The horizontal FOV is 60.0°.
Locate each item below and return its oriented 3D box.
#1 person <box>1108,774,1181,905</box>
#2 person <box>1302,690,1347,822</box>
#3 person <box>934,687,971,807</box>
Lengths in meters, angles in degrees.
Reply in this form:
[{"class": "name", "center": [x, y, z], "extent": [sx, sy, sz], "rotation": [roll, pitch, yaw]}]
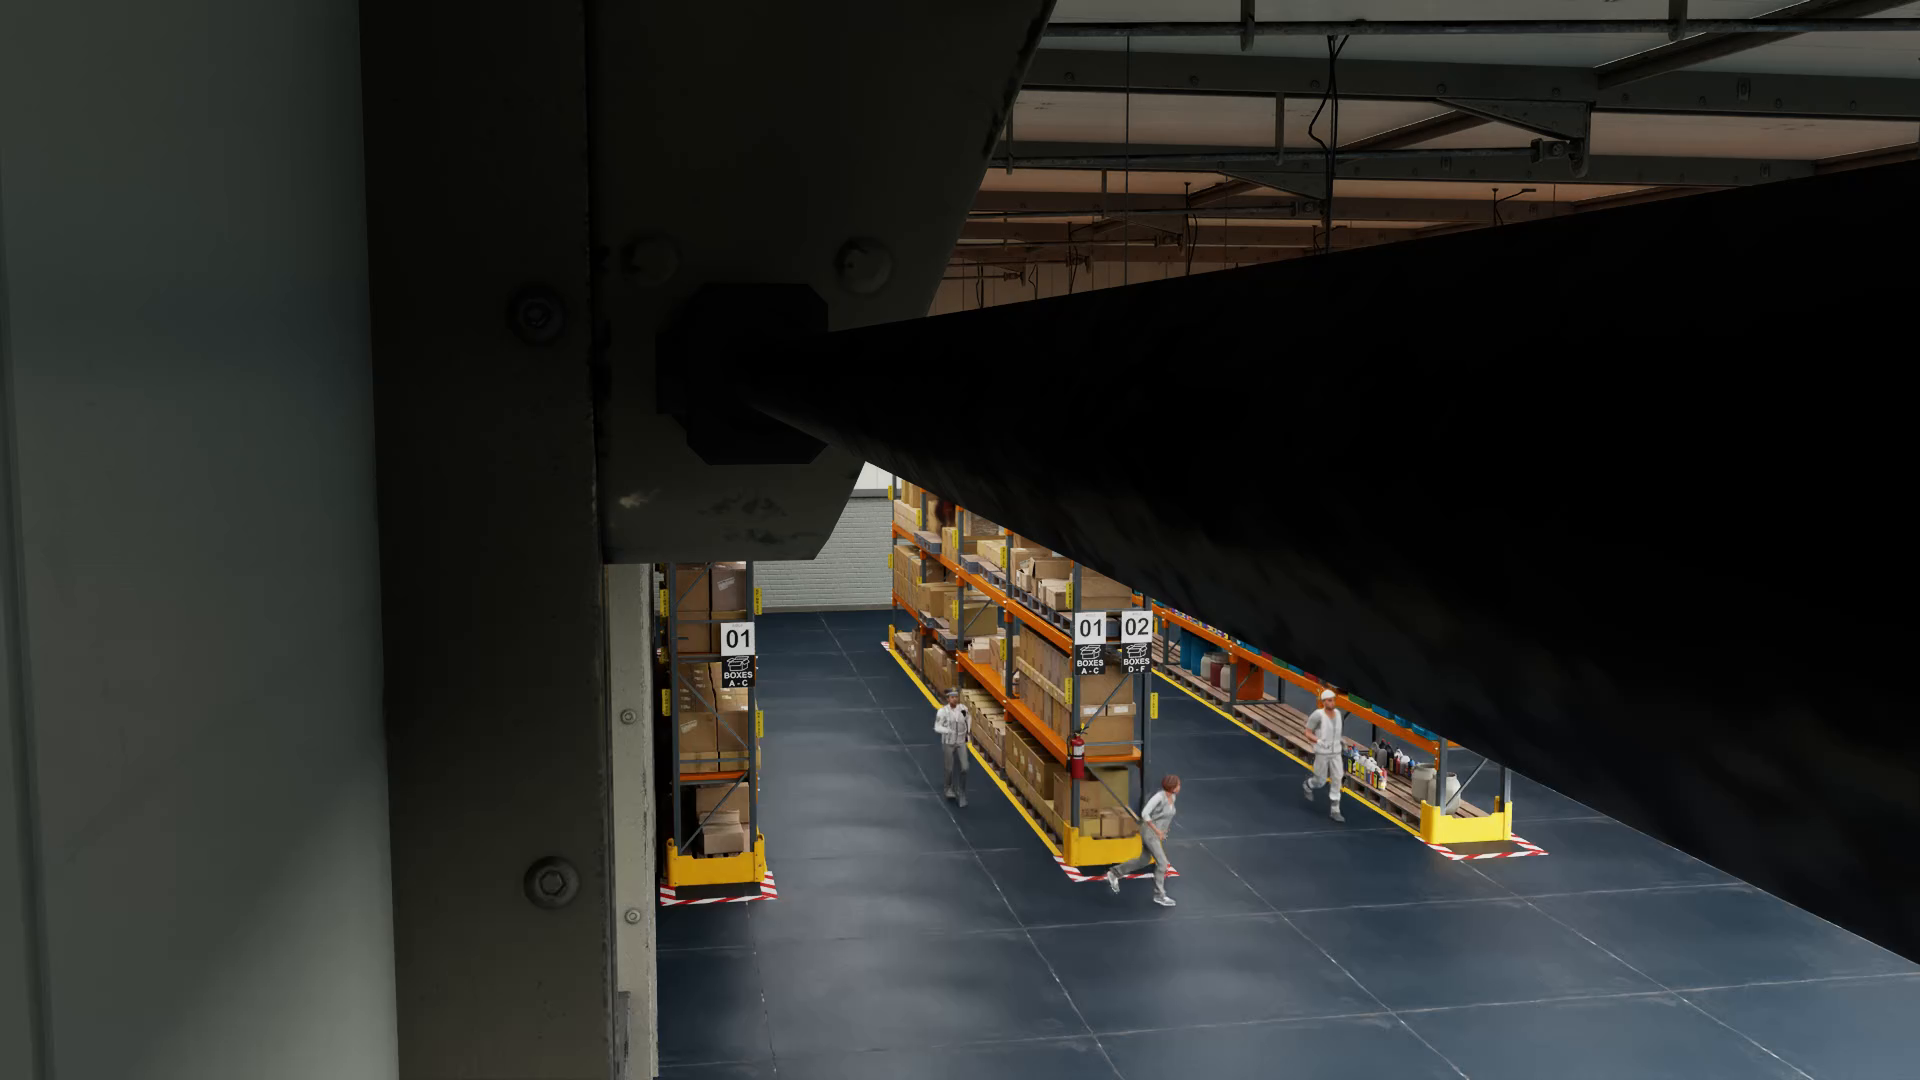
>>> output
[{"class": "person", "center": [2.165, 3.480, 19.542], "extent": [0.850, 1.543, 0.517], "rotation": [3, 7, 26]}, {"class": "person", "center": [5.082, 2.953, 23.090], "extent": [0.652, 1.774, 0.959], "rotation": [-2, 7, -19]}, {"class": "person", "center": [-0.079, 2.939, 23.732], "extent": [0.590, 1.740, 0.715], "rotation": [-1, 6, -12]}]
